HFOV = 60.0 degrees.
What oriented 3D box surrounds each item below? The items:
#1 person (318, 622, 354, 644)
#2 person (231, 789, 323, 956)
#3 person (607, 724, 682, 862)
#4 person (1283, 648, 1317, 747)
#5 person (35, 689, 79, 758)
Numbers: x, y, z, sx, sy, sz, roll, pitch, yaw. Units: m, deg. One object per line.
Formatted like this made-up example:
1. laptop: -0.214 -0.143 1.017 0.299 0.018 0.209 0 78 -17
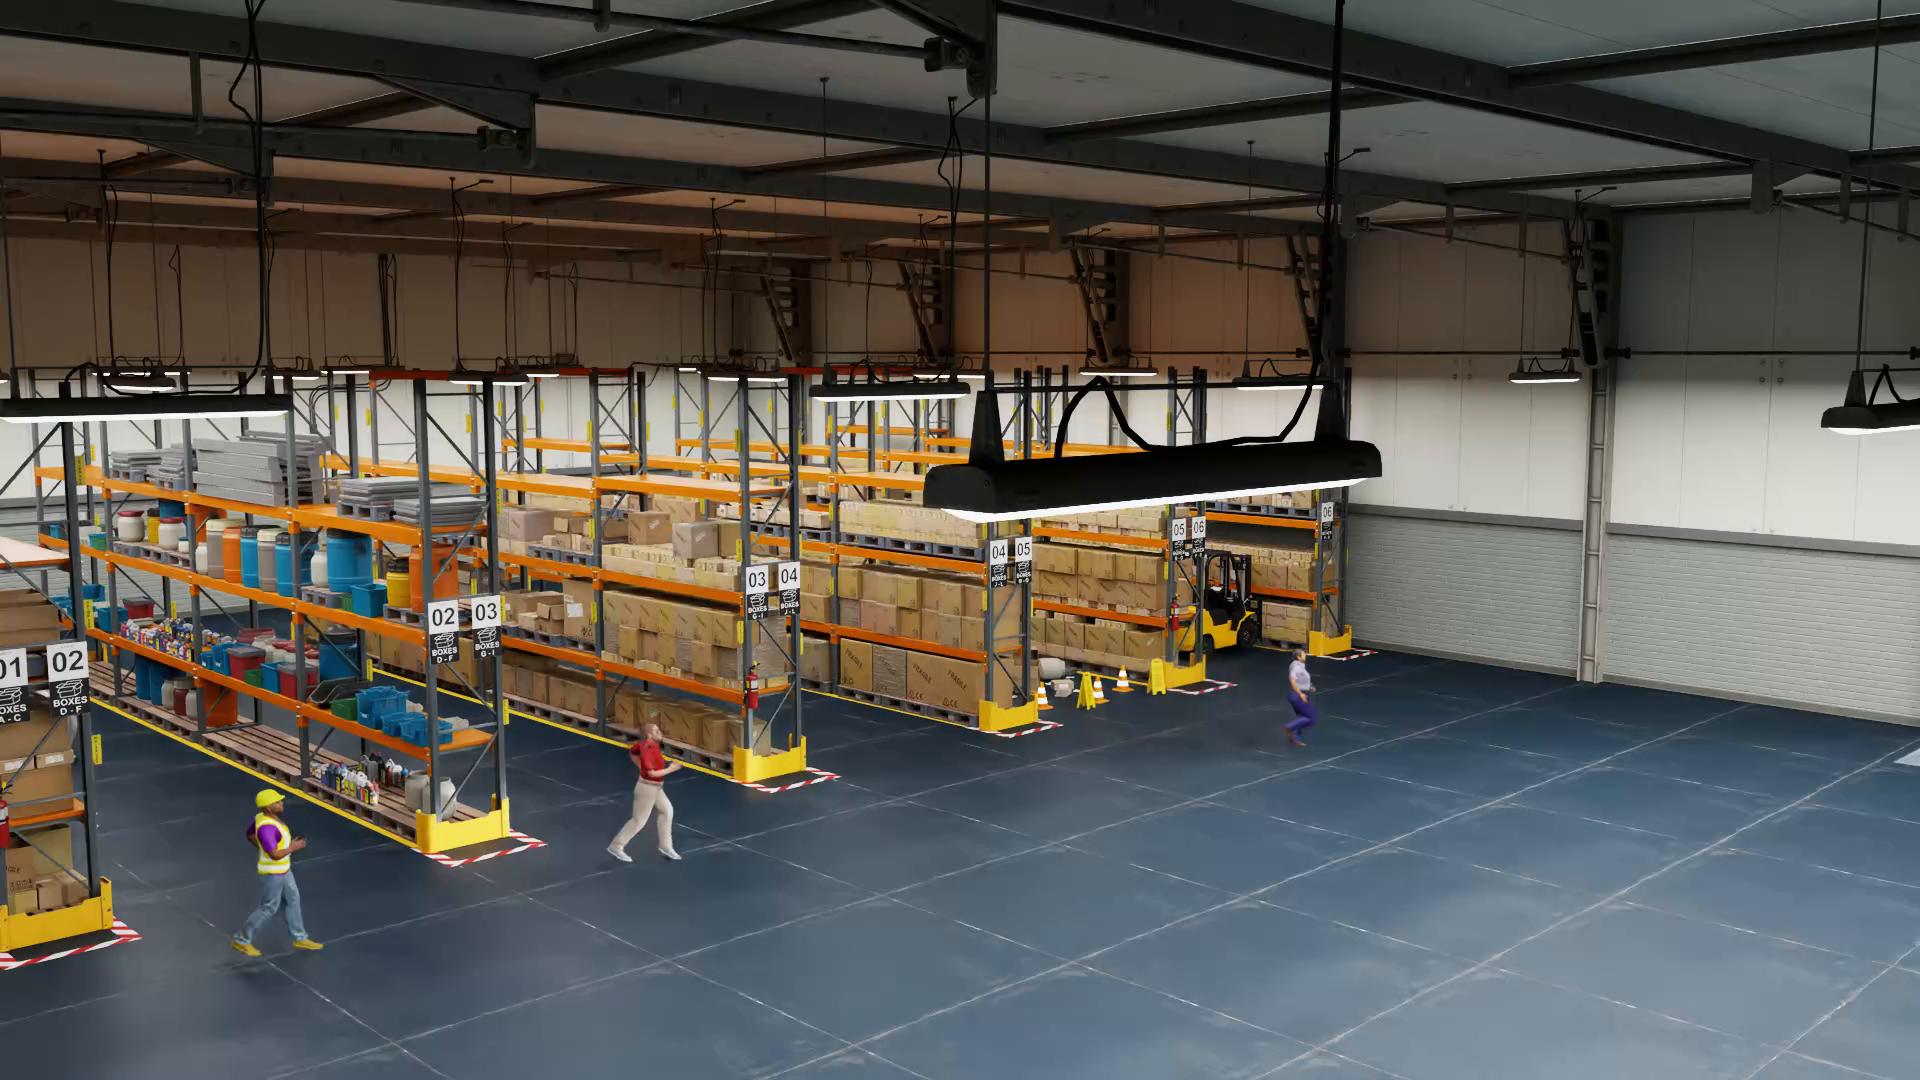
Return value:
1. person: -11.019 2.125 29.730 0.678 1.702 0.630 4 7 30
2. person: -7.170 3.473 17.388 0.885 1.779 0.690 -2 7 -17
3. person: -3.902 3.161 20.669 0.893 1.782 0.672 -1 7 -8
4. person: 5.459 2.533 26.737 0.546 1.606 0.613 0 6 1
5. person: -14.032 2.550 25.962 0.637 1.733 0.710 4 7 30
